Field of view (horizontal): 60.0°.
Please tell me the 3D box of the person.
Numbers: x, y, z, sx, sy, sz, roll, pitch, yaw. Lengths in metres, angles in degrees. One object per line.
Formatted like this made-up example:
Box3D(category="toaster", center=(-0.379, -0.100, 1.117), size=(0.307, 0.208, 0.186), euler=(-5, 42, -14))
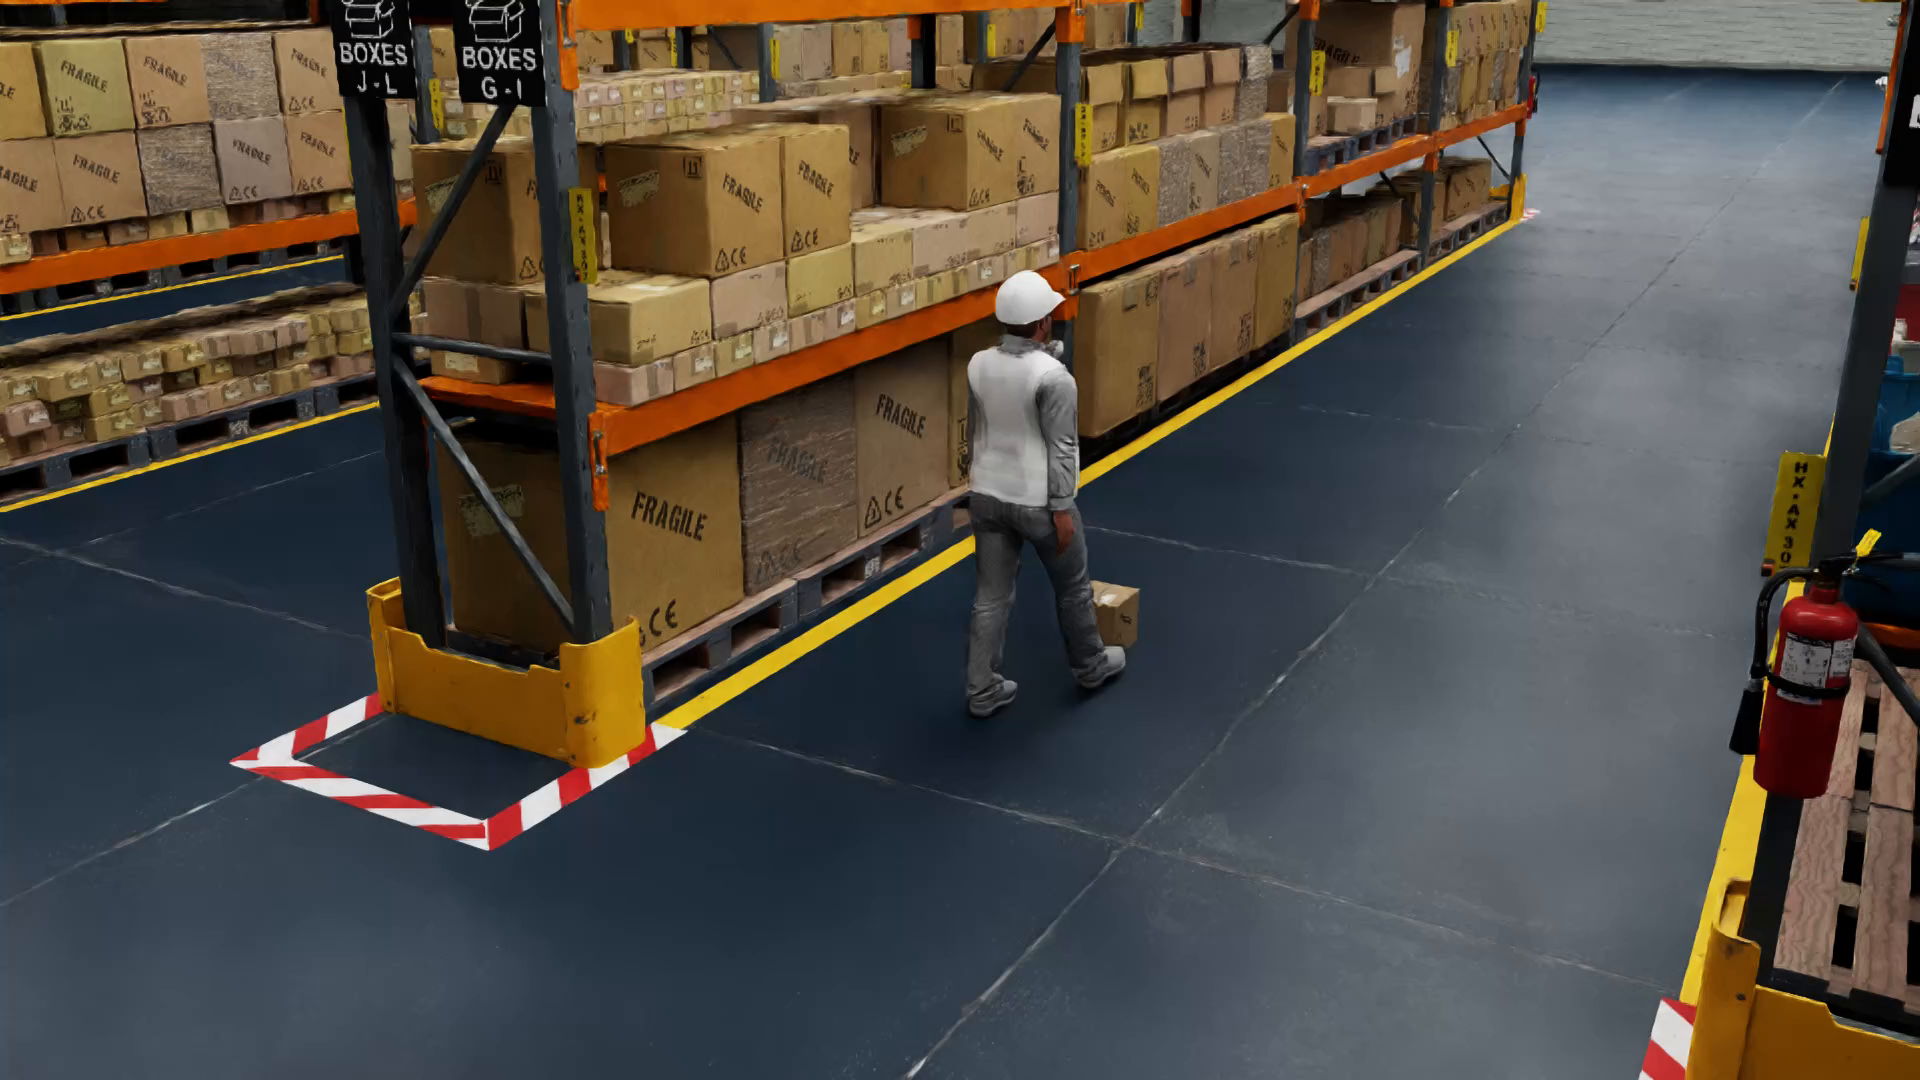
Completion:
Box3D(category="person", center=(0.314, -0.208, 6.607), size=(0.536, 1.756, 0.782), euler=(13, 23, 33))
